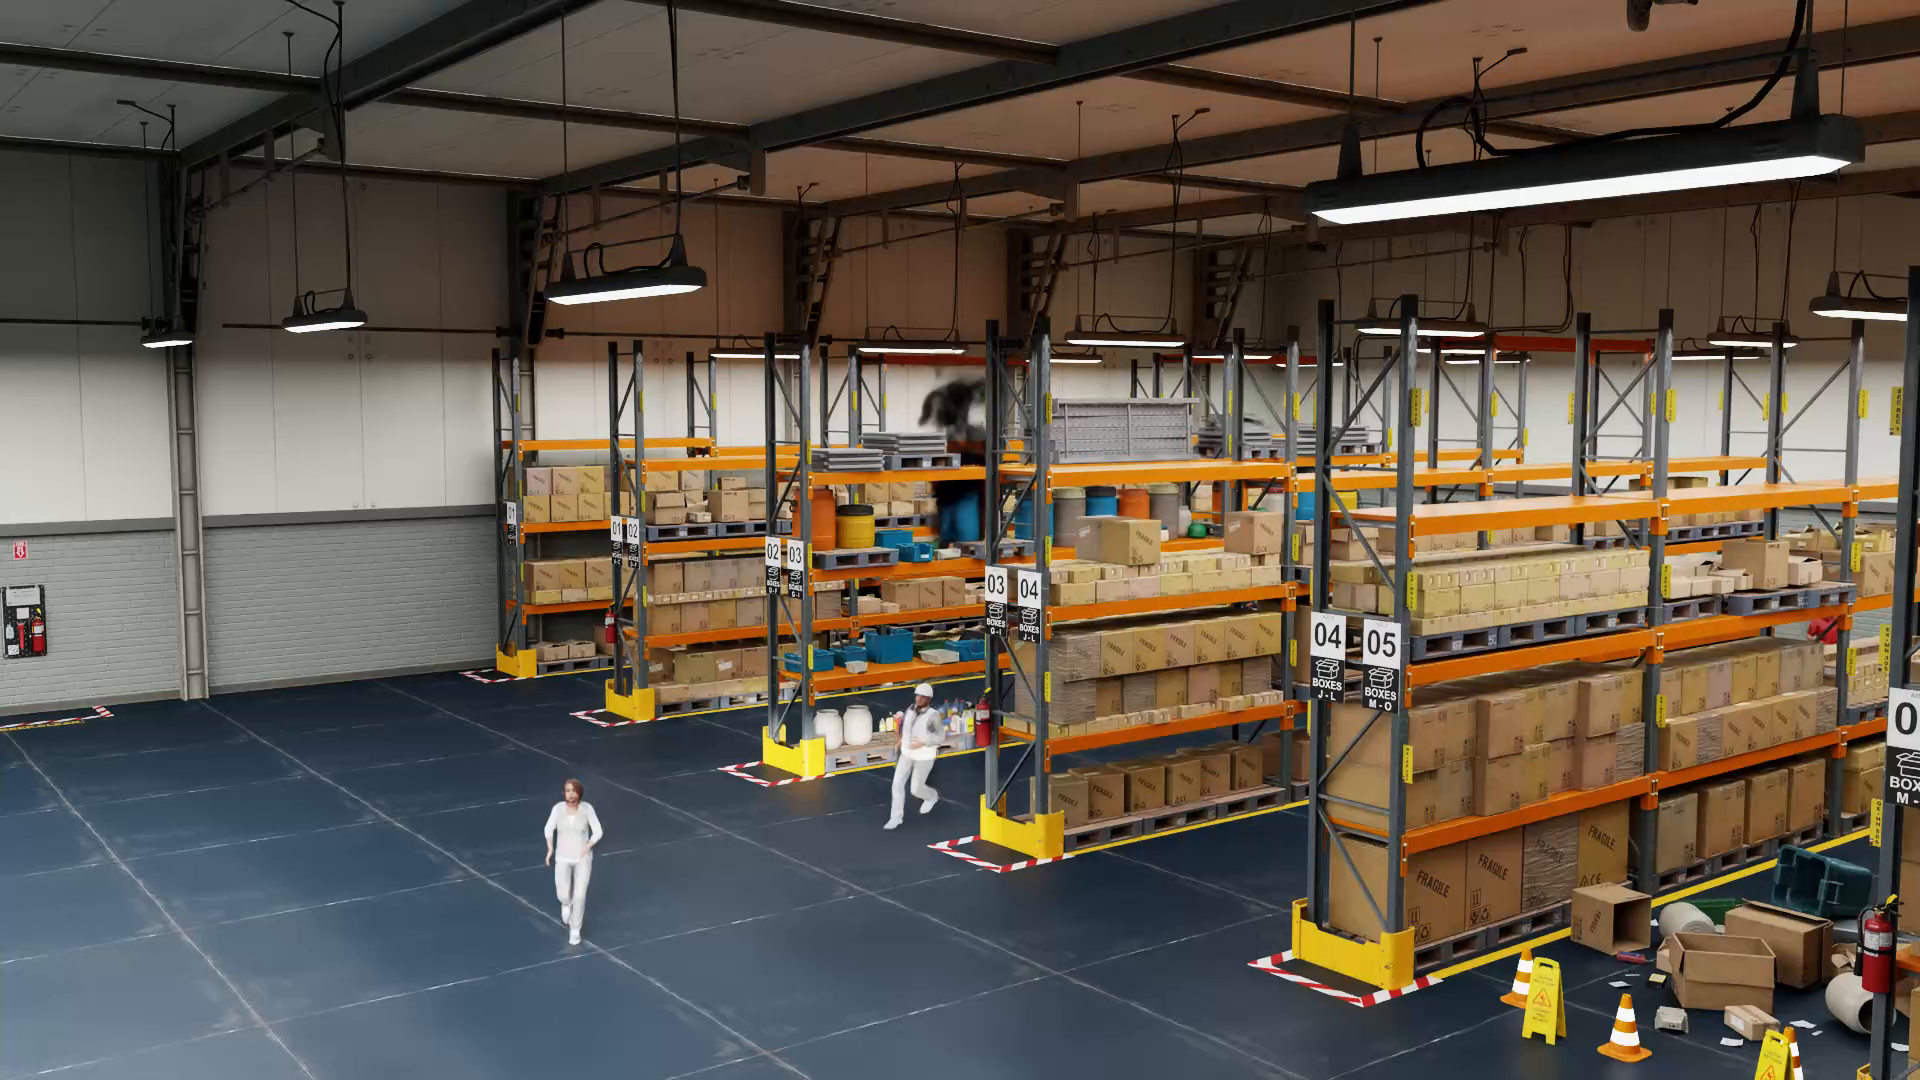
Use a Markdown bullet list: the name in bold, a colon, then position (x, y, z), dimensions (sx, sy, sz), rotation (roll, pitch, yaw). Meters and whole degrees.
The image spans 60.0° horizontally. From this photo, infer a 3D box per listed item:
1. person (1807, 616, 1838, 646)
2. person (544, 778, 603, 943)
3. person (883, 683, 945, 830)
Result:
- **person**: position (14.434, 1.905, 27.603), dimensions (0.696, 1.720, 0.831), rotation (1, 5, 9)
- **person**: position (-3.654, 3.023, 15.704), dimensions (0.549, 1.555, 0.537), rotation (-1, 5, -7)
- **person**: position (-0.456, 2.572, 19.878), dimensions (0.694, 1.751, 0.844), rotation (4, 6, 36)
